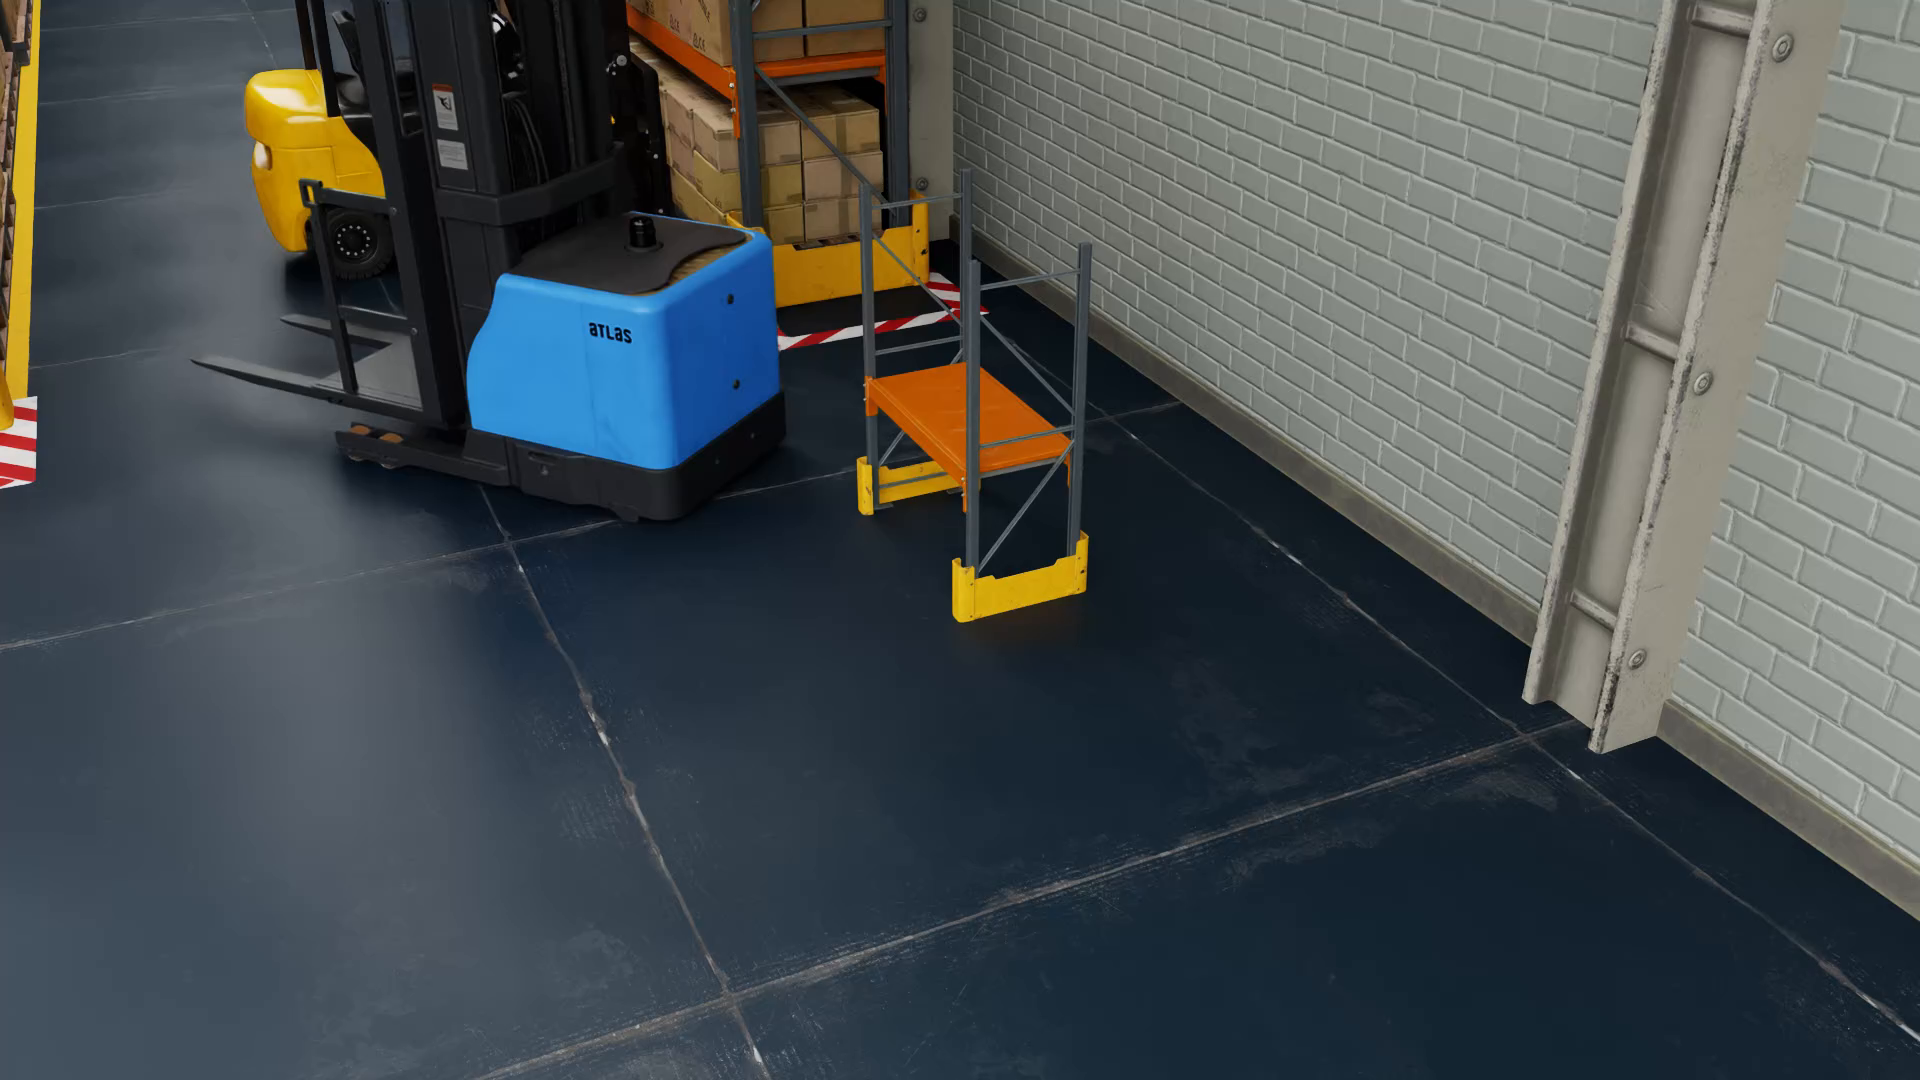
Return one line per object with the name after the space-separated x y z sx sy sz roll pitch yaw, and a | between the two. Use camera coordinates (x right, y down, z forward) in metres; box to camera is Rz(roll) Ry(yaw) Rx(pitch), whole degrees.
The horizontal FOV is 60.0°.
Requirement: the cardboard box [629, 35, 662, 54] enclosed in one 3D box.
-2.133 -3.283 11.398 0.500 0.250 0.500 -12 31 -20 | cardboard box

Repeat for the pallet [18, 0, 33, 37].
-9.481 -4.997 15.946 1.003 0.211 1.213 -13 32 -22 | pallet

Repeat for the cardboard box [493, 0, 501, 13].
-3.954 -5.224 15.498 0.875 0.625 0.625 -12 31 -20 | cardboard box

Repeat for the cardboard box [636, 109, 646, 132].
-1.924 -2.842 11.122 0.500 0.250 0.500 -13 32 -22 | cardboard box

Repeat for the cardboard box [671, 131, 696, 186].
-1.472 -2.396 10.327 0.500 0.250 0.500 -13 32 -22 | cardboard box

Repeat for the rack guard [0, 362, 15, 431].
-5.289 -0.721 8.024 1.175 0.500 0.348 -13 32 -22 | rack guard

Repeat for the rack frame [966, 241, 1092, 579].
0.255 -0.392 6.416 0.500 1.500 0.032 -13 32 -22 | rack frame

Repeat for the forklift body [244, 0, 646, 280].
-3.236 -2.906 10.233 2.313 2.155 1.214 -13 32 -22 | forklift body

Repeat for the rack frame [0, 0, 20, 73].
-8.691 -5.311 13.655 1.000 3.000 0.127 -13 32 -22 | rack frame

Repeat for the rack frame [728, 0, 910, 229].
-0.775 -2.821 9.214 1.000 3.000 0.127 -13 32 -22 | rack frame

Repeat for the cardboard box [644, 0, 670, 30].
-1.658 -3.484 10.295 0.500 0.500 0.500 -14 32 -23 | cardboard box

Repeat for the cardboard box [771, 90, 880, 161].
-0.810 -2.493 9.989 0.500 0.250 0.500 -14 32 -23 | cardboard box

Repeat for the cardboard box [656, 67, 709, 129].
-1.704 -2.824 10.579 0.500 0.250 0.500 -13 32 -21 | cardboard box

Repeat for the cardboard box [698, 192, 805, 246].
-1.262 -1.946 10.036 0.500 0.250 0.500 -13 32 -22 | cardboard box

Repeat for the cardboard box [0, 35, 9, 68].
-8.457 -4.097 13.746 0.950 0.372 0.625 -15 33 -25 | cardboard box

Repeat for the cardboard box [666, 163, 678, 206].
-1.673 -2.391 10.829 0.500 0.250 0.500 -13 32 -21 | cardboard box

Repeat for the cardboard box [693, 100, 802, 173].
-1.254 -2.379 9.786 0.500 0.250 0.500 -12 31 -20 | cardboard box

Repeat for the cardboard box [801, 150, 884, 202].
-0.789 -2.274 10.110 0.500 0.250 0.500 -12 32 -21 | cardboard box

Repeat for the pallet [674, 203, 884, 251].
-1.141 -1.934 10.483 1.003 0.211 1.213 -13 32 -22 | pallet

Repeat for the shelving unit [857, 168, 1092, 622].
0.033 -0.620 6.823 0.587 1.500 1.083 -13 32 -22 | shelving unit

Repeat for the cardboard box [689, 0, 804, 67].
-1.223 -3.027 9.479 0.500 0.500 0.500 -14 32 -23 | cardboard box

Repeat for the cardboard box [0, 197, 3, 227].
-6.239 -2.090 10.293 0.500 0.250 0.500 -14 32 -23 | cardboard box

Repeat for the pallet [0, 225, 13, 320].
-6.125 -1.499 9.708 1.003 0.211 1.213 -13 32 -22 | pallet

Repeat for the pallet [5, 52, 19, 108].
-8.356 -3.749 13.721 1.003 0.211 1.213 -13 32 -22 | pallet

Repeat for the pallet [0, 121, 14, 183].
-7.309 -2.672 11.799 1.003 0.211 1.213 -13 32 -22 | pallet

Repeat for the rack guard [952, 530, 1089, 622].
0.247 0.145 6.737 0.587 0.250 0.087 -13 32 -22 | rack guard

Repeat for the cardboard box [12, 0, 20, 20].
-9.291 -5.285 15.351 0.875 0.875 0.875 -13 32 -21 | cardboard box

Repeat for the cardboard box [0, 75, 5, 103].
-7.813 -3.436 12.568 0.950 0.372 0.625 -12 31 -20 | cardboard box

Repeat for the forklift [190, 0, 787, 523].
-2.394 -1.831 7.519 3.031 2.935 1.130 13 32 22 | forklift

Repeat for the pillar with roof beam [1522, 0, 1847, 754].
-1.572 -2.380 2.294 9.100 9.000 0.400 -13 32 -22 | pillar with roof beam
